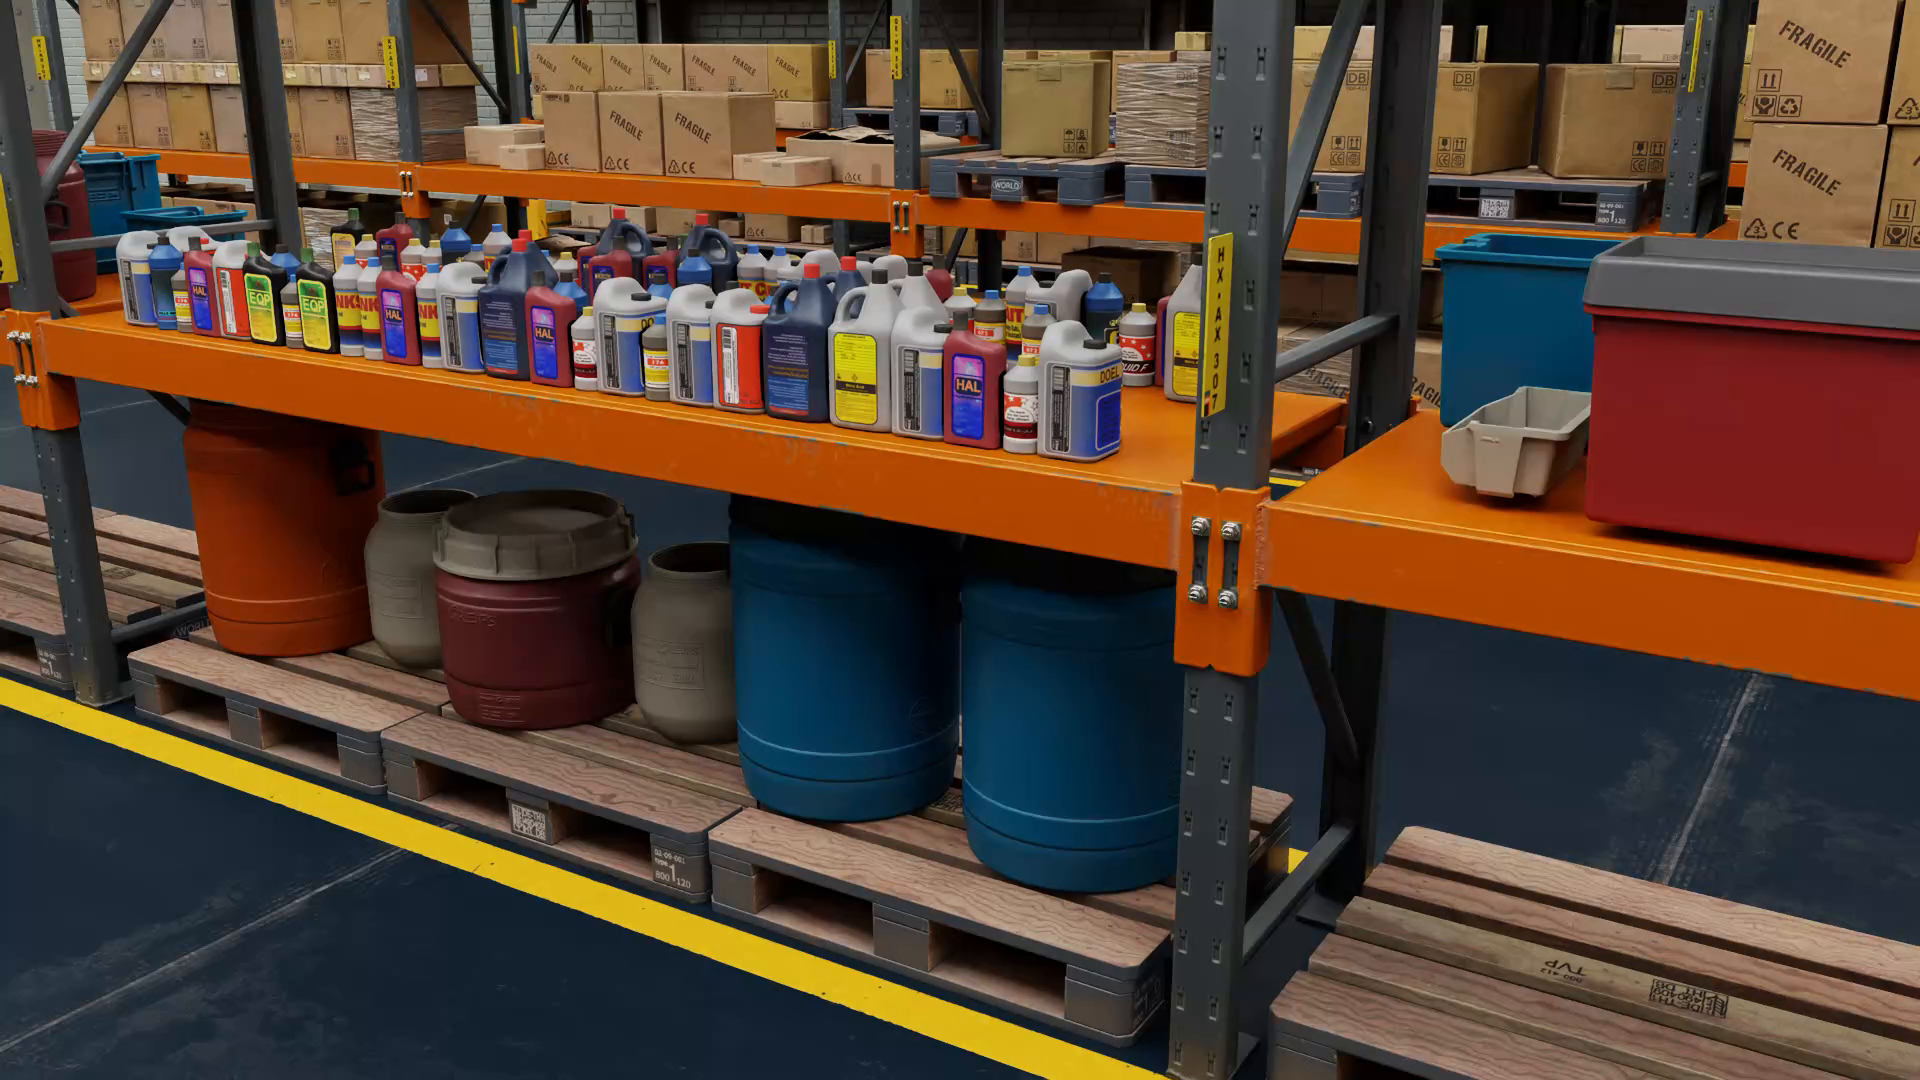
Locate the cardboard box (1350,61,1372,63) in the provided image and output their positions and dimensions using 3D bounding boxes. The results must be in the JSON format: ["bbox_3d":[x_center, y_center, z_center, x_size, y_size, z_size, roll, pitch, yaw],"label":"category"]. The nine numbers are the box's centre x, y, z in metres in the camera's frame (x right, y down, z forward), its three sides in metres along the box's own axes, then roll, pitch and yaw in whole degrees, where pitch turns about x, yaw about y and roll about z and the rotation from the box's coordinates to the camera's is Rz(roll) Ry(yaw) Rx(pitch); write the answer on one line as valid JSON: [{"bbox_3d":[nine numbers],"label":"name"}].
[{"bbox_3d":[3.256,-3.436,12.814,0.500,0.500,0.500,11,20,32],"label":"cardboard box"}]

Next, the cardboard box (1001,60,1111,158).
[{"bbox_3d":[0.541,-2.409,9.257,0.500,0.500,0.700,4,17,12],"label":"cardboard box"}]

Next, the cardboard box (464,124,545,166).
[{"bbox_3d":[-3.021,-2.701,11.369,0.500,0.250,0.500,12,20,33],"label":"cardboard box"}]

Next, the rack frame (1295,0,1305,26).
[{"bbox_3d":[2.534,-3.456,13.596,0.127,3.000,1.000,10,20,30],"label":"rack frame"}]

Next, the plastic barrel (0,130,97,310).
[{"bbox_3d":[-3.205,-1.063,5.484,0.708,0.536,0.600,10,20,30],"label":"plastic barrel"}]

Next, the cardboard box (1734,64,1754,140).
[{"bbox_3d":[5.417,-3.055,11.558,0.500,0.500,0.500,10,19,29],"label":"cardboard box"}]

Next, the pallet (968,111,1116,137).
[{"bbox_3d":[0.826,-3.655,14.582,1.213,0.211,1.003,10,20,30],"label":"pallet"}]

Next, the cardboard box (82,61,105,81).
[{"bbox_3d":[-6.650,-3.690,13.081,0.250,0.149,0.380,10,20,30],"label":"cardboard box"}]

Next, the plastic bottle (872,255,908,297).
[{"bbox_3d":[-0.226,-0.640,4.540,0.135,0.276,0.152,10,20,30],"label":"plastic bottle"}]

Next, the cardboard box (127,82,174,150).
[{"bbox_3d":[-6.031,-3.340,13.044,0.500,0.500,0.700,11,20,31],"label":"cardboard box"}]

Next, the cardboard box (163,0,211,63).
[{"bbox_3d":[-5.555,-3.876,12.577,0.500,0.500,0.700,10,20,30],"label":"cardboard box"}]

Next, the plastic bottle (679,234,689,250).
[{"bbox_3d":[-0.837,-0.768,4.949,0.133,0.283,0.061,10,20,30],"label":"plastic bottle"}]

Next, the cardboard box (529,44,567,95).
[{"bbox_3d":[-4.033,-4.822,17.028,0.500,0.500,0.500,10,20,30],"label":"cardboard box"}]

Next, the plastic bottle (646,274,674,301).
[{"bbox_3d":[-0.751,-0.534,4.198,0.097,0.271,0.097,0,17,0],"label":"plastic bottle"}]

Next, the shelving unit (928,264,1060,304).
[{"bbox_3d":[0.141,-0.549,7.124,0.503,1.200,0.258,10,20,30],"label":"shelving unit"}]

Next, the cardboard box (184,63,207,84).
[{"bbox_3d":[-5.552,-3.495,12.437,0.250,0.149,0.380,10,19,29],"label":"cardboard box"}]

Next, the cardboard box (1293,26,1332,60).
[{"bbox_3d":[2.811,-3.877,12.975,0.500,0.250,0.500,11,20,31],"label":"cardboard box"}]

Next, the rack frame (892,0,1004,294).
[{"bbox_3d":[-0.055,-2.228,9.556,0.127,3.000,1.000,10,20,30],"label":"rack frame"}]

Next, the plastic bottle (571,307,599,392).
[{"bbox_3d":[-0.914,-0.477,4.133,0.097,0.201,0.097,0,17,0],"label":"plastic bottle"}]

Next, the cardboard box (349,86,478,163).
[{"bbox_3d":[-3.845,-2.950,11.761,0.500,0.500,0.700,10,19,29],"label":"cardboard box"}]

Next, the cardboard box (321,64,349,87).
[{"bbox_3d":[-4.242,-3.260,11.666,0.250,0.149,0.380,9,19,28],"label":"cardboard box"}]

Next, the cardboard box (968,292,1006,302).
[{"bbox_3d":[0.183,-1.103,9.394,0.500,0.500,0.500,11,20,32],"label":"cardboard box"}]

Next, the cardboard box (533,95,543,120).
[{"bbox_3d":[-4.033,-4.457,17.118,0.500,0.250,0.500,9,19,28],"label":"cardboard box"}]

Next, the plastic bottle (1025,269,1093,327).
[{"bbox_3d":[0.251,-0.555,4.260,0.135,0.276,0.152,10,20,30],"label":"plastic bottle"}]

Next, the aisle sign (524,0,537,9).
[{"bbox_3d":[-4.501,-5.853,17.016,0.004,0.787,0.394,10,20,30],"label":"aisle sign"}]

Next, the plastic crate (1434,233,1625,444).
[{"bbox_3d":[1.334,-0.428,3.554,0.575,0.384,0.392,10,20,30],"label":"plastic crate"}]

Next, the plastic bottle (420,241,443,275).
[{"bbox_3d":[-1.714,-0.879,5.456,0.097,0.201,0.097,0,17,0],"label":"plastic bottle"}]

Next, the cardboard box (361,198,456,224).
[{"bbox_3d":[-4.125,-2.303,12.520,0.500,0.500,0.500,10,20,30],"label":"cardboard box"}]

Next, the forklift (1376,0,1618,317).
[{"bbox_3d":[3.169,-2.467,10.460,1.130,2.935,3.031,-14,22,-39],"label":"forklift"}]

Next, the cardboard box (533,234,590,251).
[{"bbox_3d":[-2.968,-2.000,11.847,0.500,0.311,0.500,10,20,30],"label":"cardboard box"}]

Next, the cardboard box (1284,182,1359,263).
[{"bbox_3d":[3.092,-2.484,13.373,0.750,0.750,0.750,10,19,29],"label":"cardboard box"}]

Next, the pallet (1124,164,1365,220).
[{"bbox_3d":[1.605,-1.842,8.613,1.213,0.211,1.003,10,20,30],"label":"pallet"}]

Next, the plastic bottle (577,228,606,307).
[{"bbox_3d":[-1.109,-0.816,5.109,0.133,0.283,0.061,10,20,30],"label":"plastic bottle"}]

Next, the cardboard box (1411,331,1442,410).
[{"bbox_3d":[2.366,-0.716,8.120,0.500,0.500,0.500,10,20,30],"label":"cardboard box"}]

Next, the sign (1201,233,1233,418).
[{"bbox_3d":[0.468,-0.390,3.028,0.005,0.325,0.100,10,20,30],"label":"sign"}]

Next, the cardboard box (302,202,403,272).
[{"bbox_3d":[-4.393,-2.176,12.102,0.500,0.500,0.500,10,20,30],"label":"cardboard box"}]

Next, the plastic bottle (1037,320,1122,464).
[{"bbox_3d":[0.253,-0.314,3.468,0.135,0.276,0.152,10,20,30],"label":"plastic bottle"}]

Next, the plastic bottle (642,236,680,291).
[{"bbox_3d":[-0.869,-0.753,4.900,0.133,0.283,0.061,10,20,30],"label":"plastic bottle"}]

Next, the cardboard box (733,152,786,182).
[{"bbox_3d":[-1.171,-2.288,10.185,0.250,0.149,0.380,12,21,34],"label":"cardboard box"}]

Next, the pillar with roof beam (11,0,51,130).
[{"bbox_3d":[-15.712,-8.410,19.584,0.400,9.000,9.100,10,20,30],"label":"pillar with roof beam"}]

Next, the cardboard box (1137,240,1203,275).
[{"bbox_3d":[1.893,-2.567,14.214,0.500,0.500,0.700,10,20,31],"label":"cardboard box"}]

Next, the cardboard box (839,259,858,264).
[{"bbox_3d":[-0.800,-1.612,10.571,0.500,0.311,0.500,10,19,29],"label":"cardboard box"}]

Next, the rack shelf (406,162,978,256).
[{"bbox_3d":[-1.759,-2.188,10.662,4.000,0.370,1.077,10,20,30],"label":"rack shelf"}]

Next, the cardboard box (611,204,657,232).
[{"bbox_3d":[-3.254,-3.382,17.224,0.500,0.311,0.500,12,21,35],"label":"cardboard box"}]

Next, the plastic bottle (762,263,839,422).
[{"bbox_3d":[-0.354,-0.457,3.809,0.185,0.351,0.144,10,20,30],"label":"plastic bottle"}]

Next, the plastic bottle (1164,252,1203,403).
[{"bbox_3d":[0.593,-0.510,3.984,0.185,0.351,0.144,10,20,30],"label":"plastic bottle"}]

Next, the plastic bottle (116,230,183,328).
[{"bbox_3d":[-2.451,-0.797,5.057,0.135,0.276,0.152,10,20,30],"label":"plastic bottle"}]

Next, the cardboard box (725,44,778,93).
[{"bbox_3d":[-1.867,-4.430,15.739,0.500,0.500,0.500,10,20,30],"label":"cardboard box"}]

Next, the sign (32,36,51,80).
[{"bbox_3d":[-7.168,-3.761,12.975,0.005,0.325,0.100,10,20,30],"label":"sign"}]

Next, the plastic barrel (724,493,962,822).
[{"bbox_3d":[-0.300,0.215,4.401,0.708,0.901,0.600,10,20,30],"label":"plastic barrel"}]

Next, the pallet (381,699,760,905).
[{"bbox_3d":[-0.921,0.628,4.952,1.213,0.211,1.003,10,20,30],"label":"pallet"}]

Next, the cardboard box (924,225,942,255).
[{"bbox_3d":[-0.238,-2.971,15.544,0.500,0.500,0.700,11,20,32],"label":"cardboard box"}]

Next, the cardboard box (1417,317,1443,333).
[{"bbox_3d":[2.608,-0.847,8.551,0.500,0.500,0.500,10,20,31],"label":"cardboard box"}]

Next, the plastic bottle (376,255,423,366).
[{"bbox_3d":[-1.490,-0.613,4.440,0.133,0.283,0.061,10,20,30],"label":"plastic bottle"}]

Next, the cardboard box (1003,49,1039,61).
[{"bbox_3d":[0.591,-4.057,14.648,0.500,0.500,0.700,13,21,38],"label":"cardboard box"}]

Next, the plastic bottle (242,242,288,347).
[{"bbox_3d":[-1.966,-0.698,4.720,0.133,0.283,0.061,10,20,30],"label":"plastic bottle"}]

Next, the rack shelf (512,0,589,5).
[{"bbox_3d":[-2.579,-5.459,16.269,4.000,0.370,1.077,10,20,30],"label":"rack shelf"}]

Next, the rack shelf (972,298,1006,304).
[{"bbox_3d":[0.141,-0.925,7.010,0.480,0.148,0.258,10,20,30],"label":"rack shelf"}]
